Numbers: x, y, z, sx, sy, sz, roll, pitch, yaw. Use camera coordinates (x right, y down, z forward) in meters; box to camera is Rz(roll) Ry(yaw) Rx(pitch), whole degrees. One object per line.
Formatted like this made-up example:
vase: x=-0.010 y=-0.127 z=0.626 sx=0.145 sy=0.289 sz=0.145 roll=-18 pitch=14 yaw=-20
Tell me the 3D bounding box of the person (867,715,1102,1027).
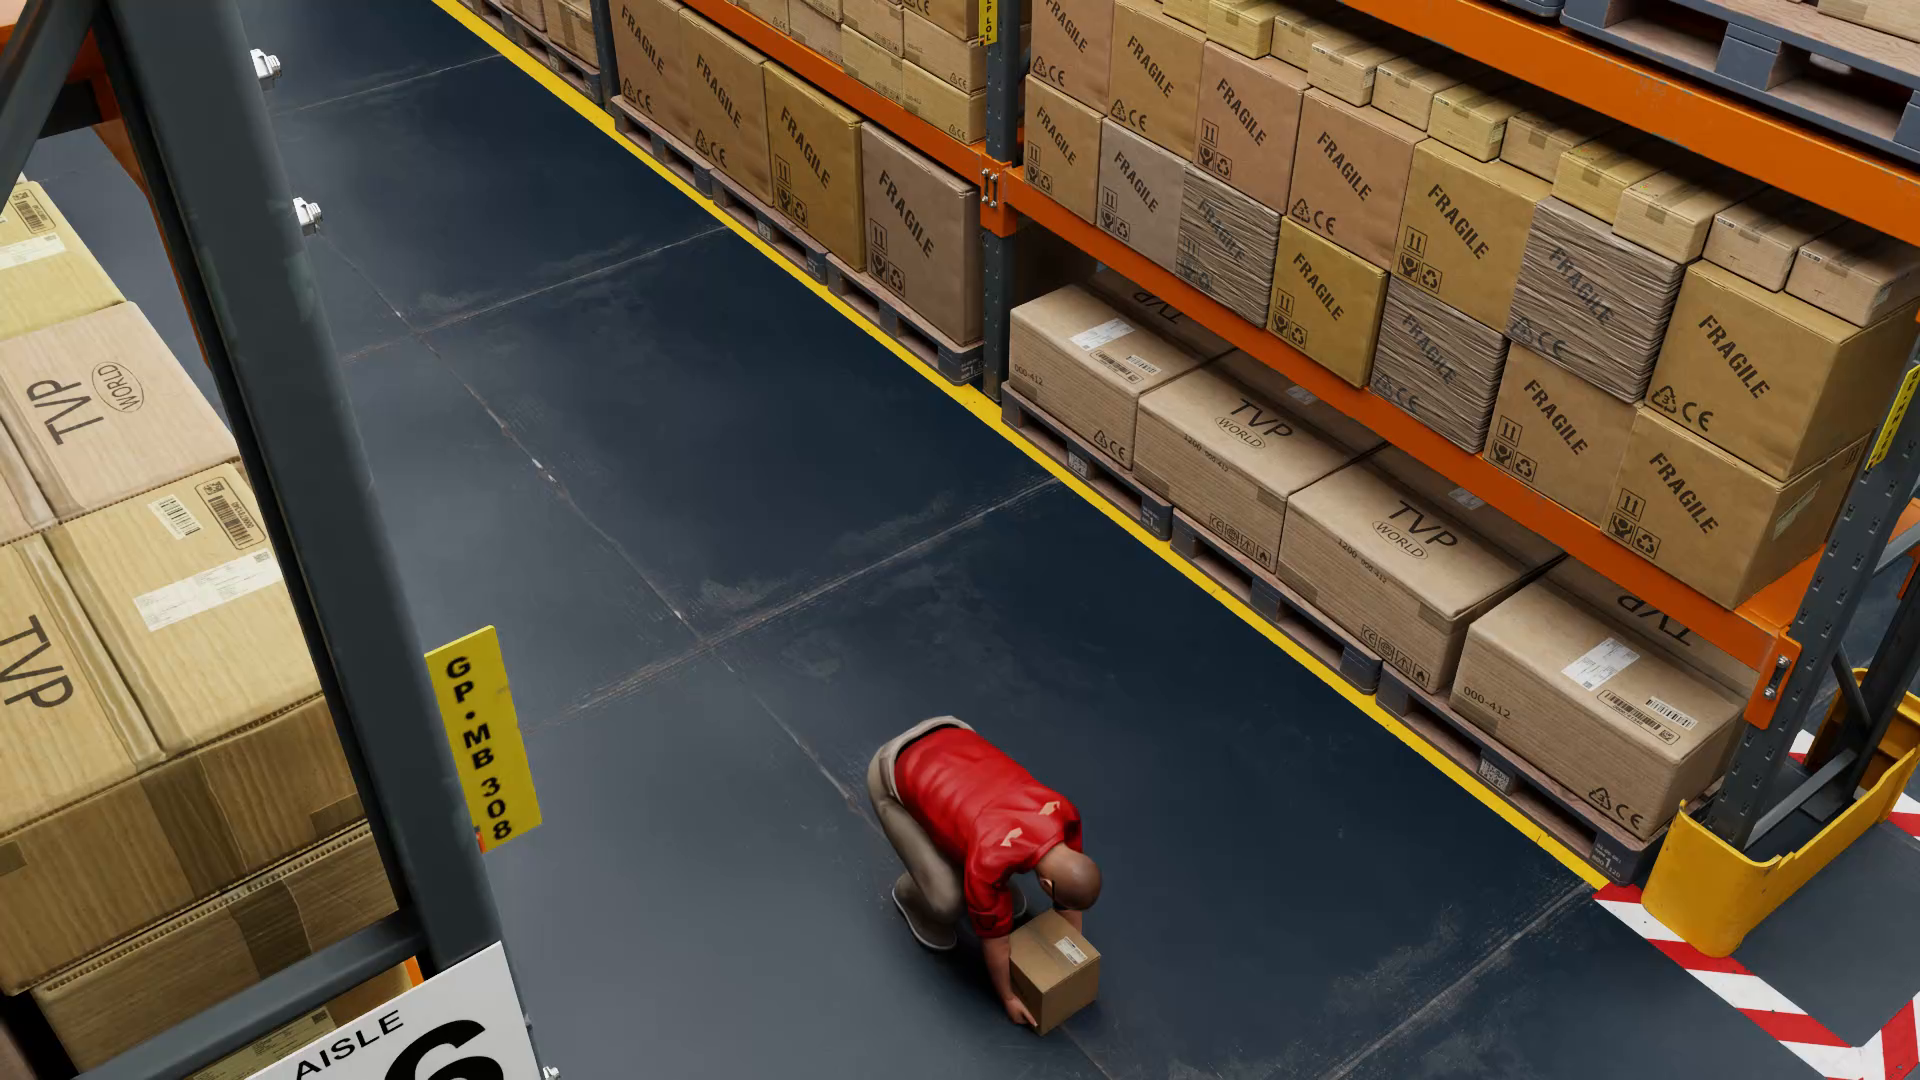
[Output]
person: x=0.091 y=1.088 z=5.617 sx=0.520 sy=0.814 sz=0.953 roll=-28 pitch=47 yaw=-29
